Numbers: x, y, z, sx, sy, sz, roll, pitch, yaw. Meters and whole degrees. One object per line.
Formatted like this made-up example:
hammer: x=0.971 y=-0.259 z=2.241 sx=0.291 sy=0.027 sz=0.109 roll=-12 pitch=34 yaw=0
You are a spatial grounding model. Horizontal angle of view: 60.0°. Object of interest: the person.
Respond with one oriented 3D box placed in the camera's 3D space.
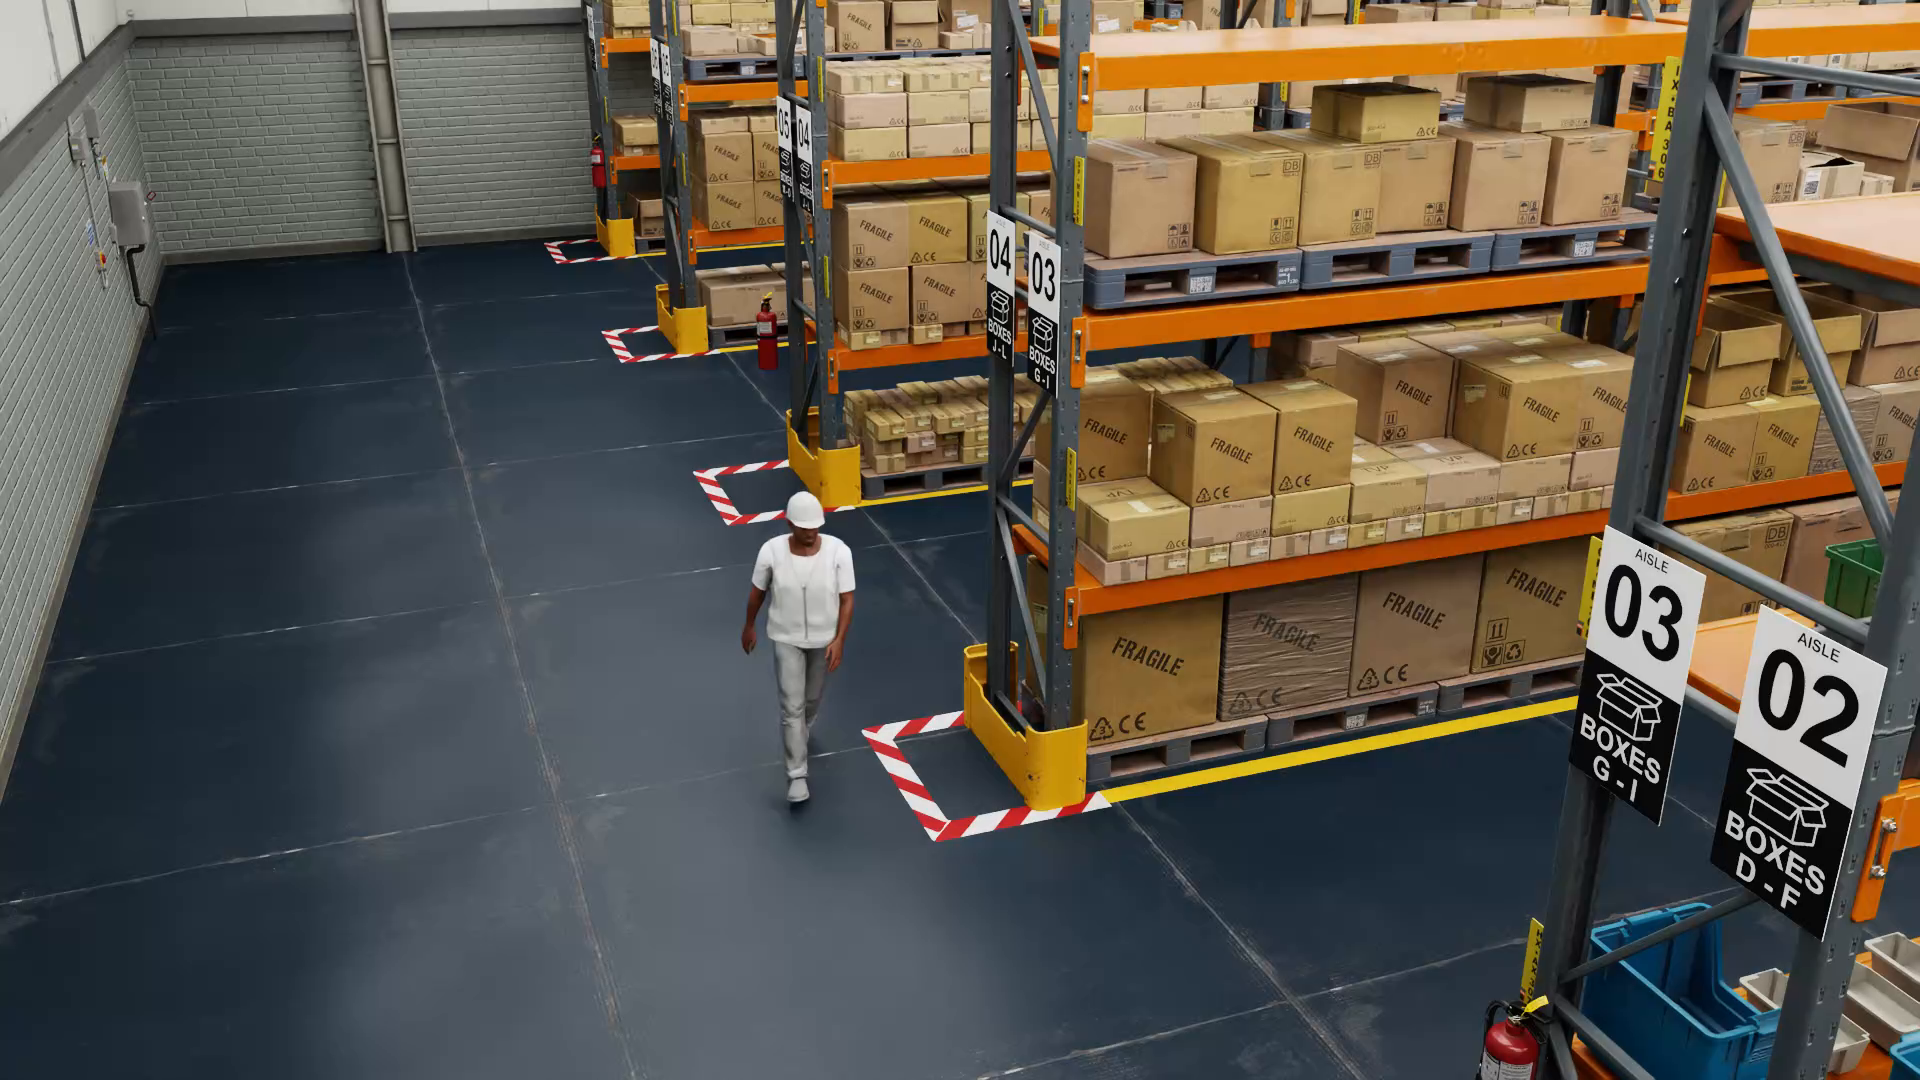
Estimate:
person: x=-0.912 y=0.560 z=9.471 sx=0.657 sy=1.727 sz=0.983 roll=-3 pitch=23 yaw=-8
